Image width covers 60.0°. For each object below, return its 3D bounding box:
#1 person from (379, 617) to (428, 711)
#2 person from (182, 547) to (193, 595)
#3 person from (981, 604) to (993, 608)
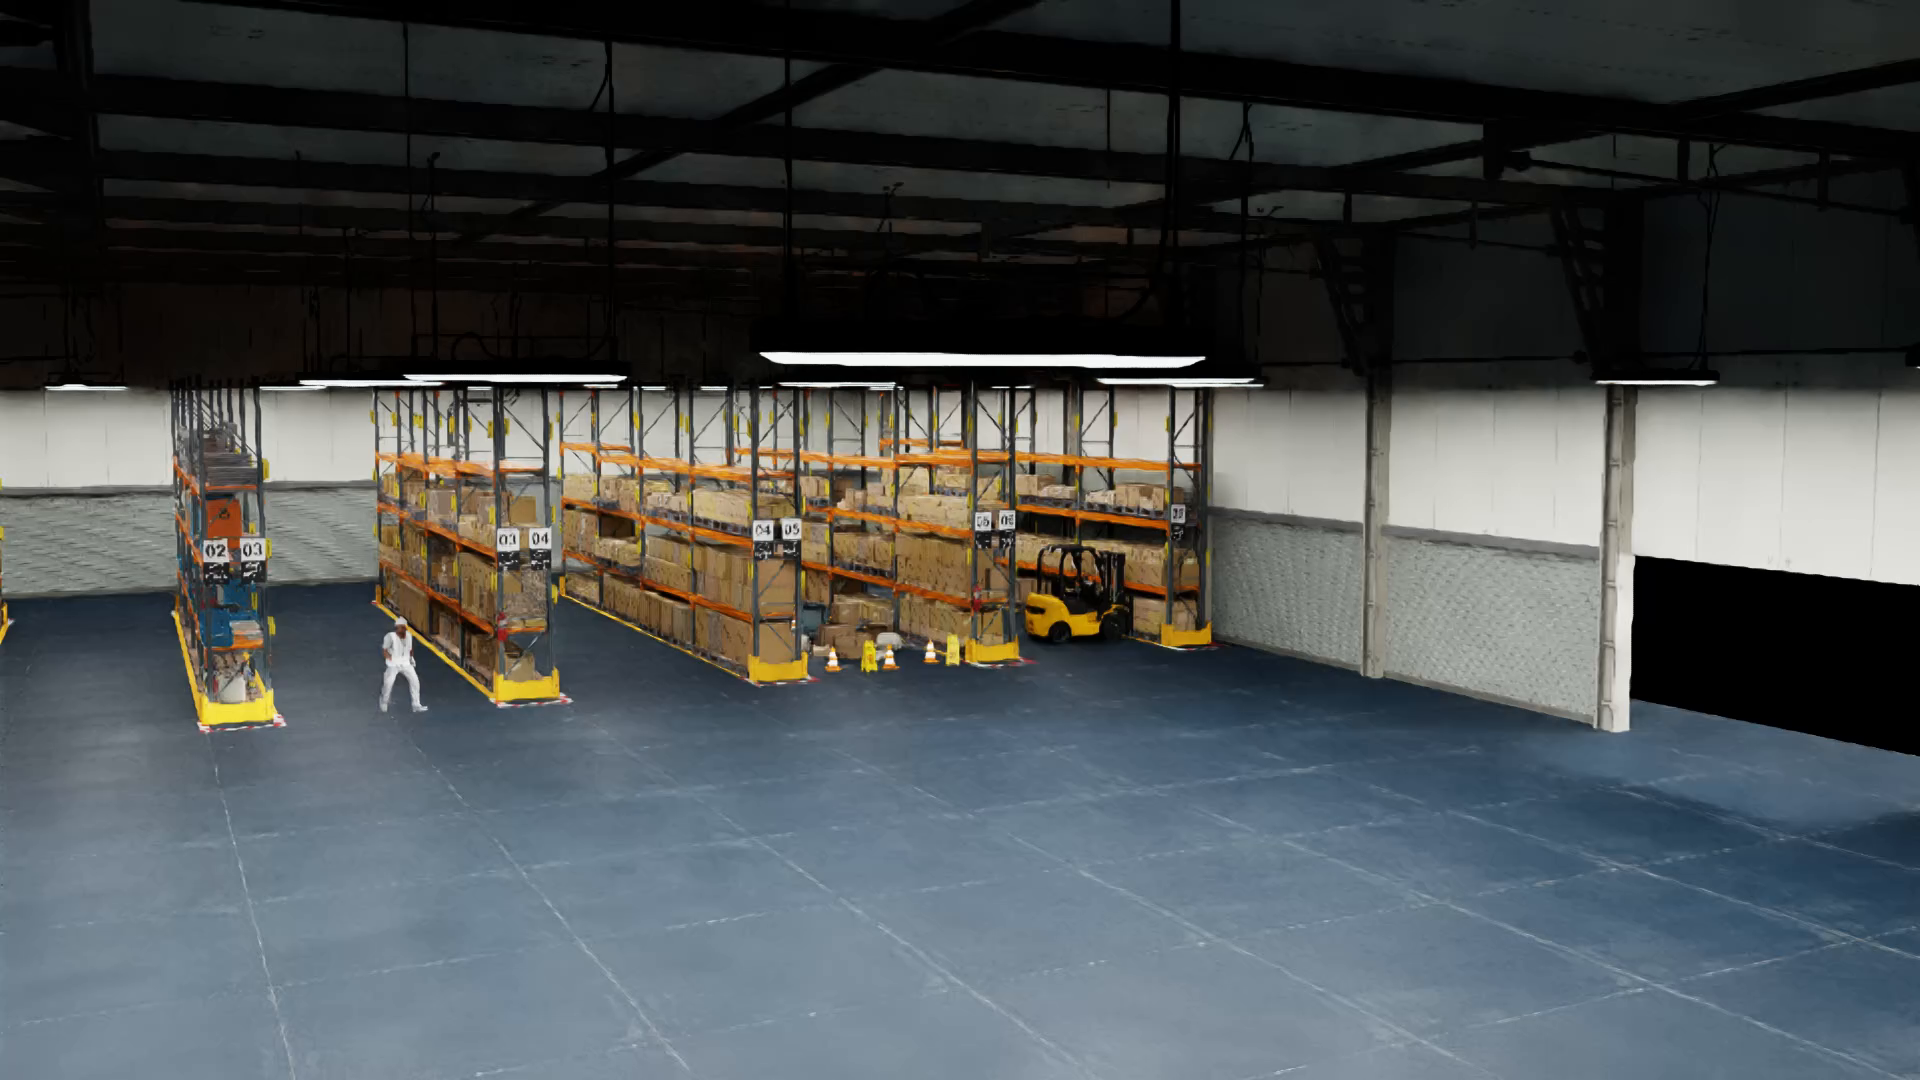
[{"bbox_3d":[-10.027,2.217,29.730,0.701,1.718,0.849,-5,7,-43],"label":"person"},{"bbox_3d":[-21.684,0.772,46.840,0.447,1.591,0.592,1,5,13],"label":"person"},{"bbox_3d":[0.584,1.345,39.411,0.595,1.737,0.449,3,6,32],"label":"person"}]
